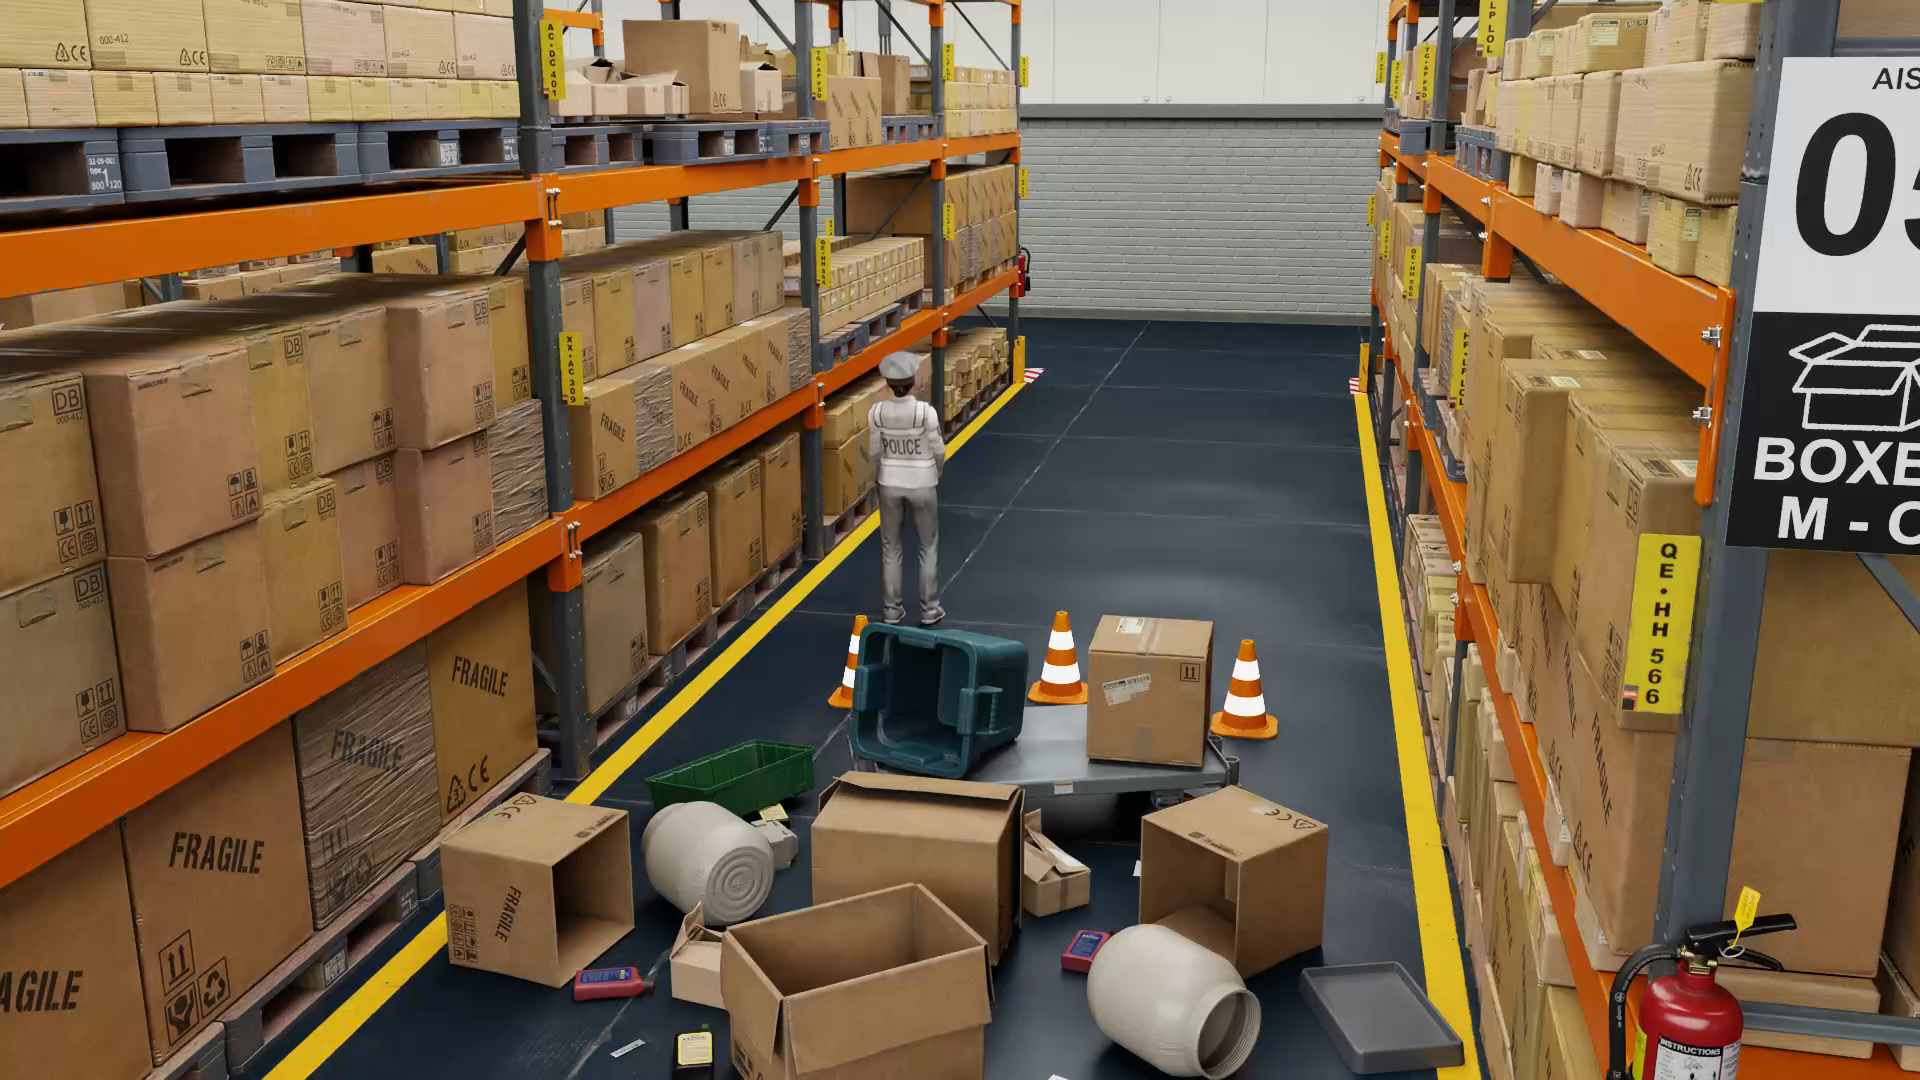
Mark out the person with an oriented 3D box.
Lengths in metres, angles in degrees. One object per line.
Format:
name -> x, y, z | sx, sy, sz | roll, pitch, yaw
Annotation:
person -> -0.317, -0.323, 10.166 | 0.468, 1.697, 0.552 | 3, 15, 11
